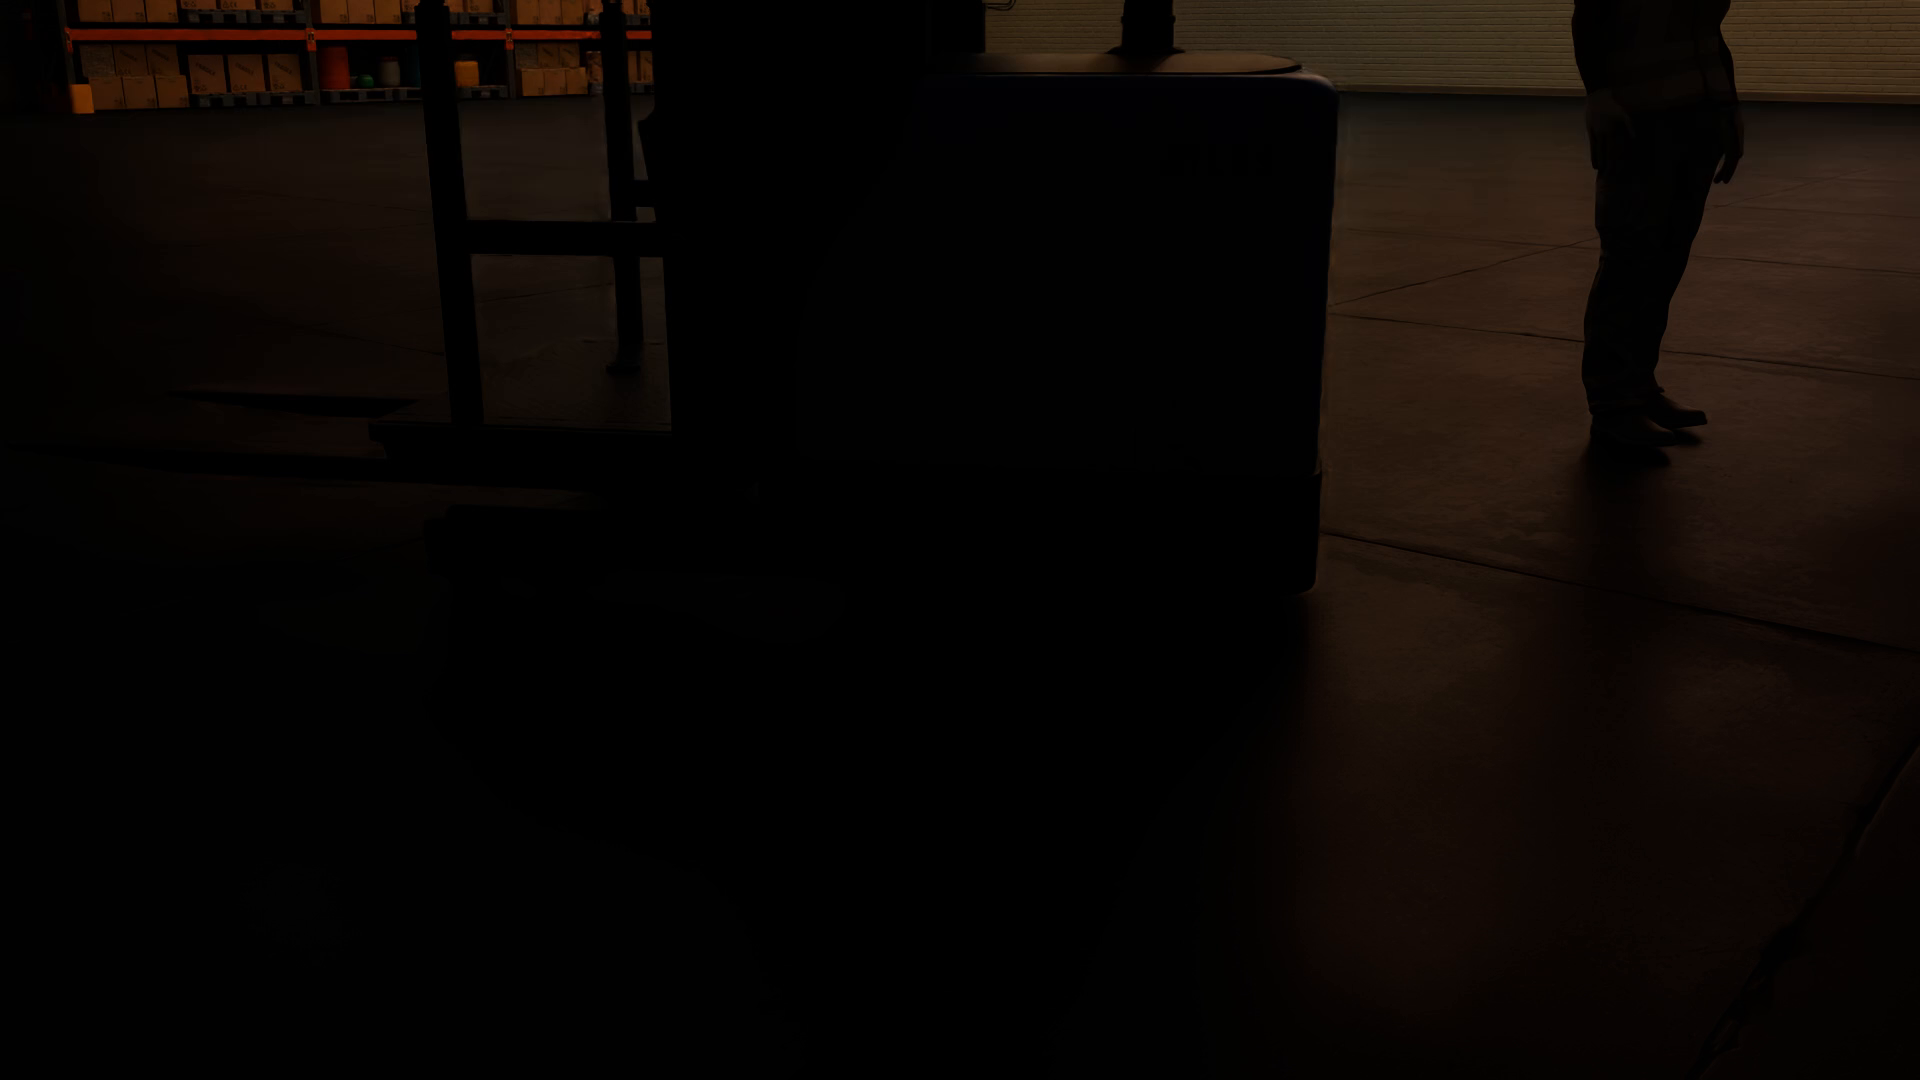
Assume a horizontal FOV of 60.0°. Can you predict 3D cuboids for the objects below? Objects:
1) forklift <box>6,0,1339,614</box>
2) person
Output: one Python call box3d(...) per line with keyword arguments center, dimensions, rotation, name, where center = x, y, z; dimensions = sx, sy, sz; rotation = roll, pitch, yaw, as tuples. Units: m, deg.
box3d(center=(-0.700, -1.437, 3.630), dimensions=(3.031, 2.935, 1.130), rotation=(3, 17, 9), name="forklift")
box3d(center=(2.083, -1.204, 4.813), dimensions=(0.656, 1.781, 0.579), rotation=(-10, 20, -30), name="person")
